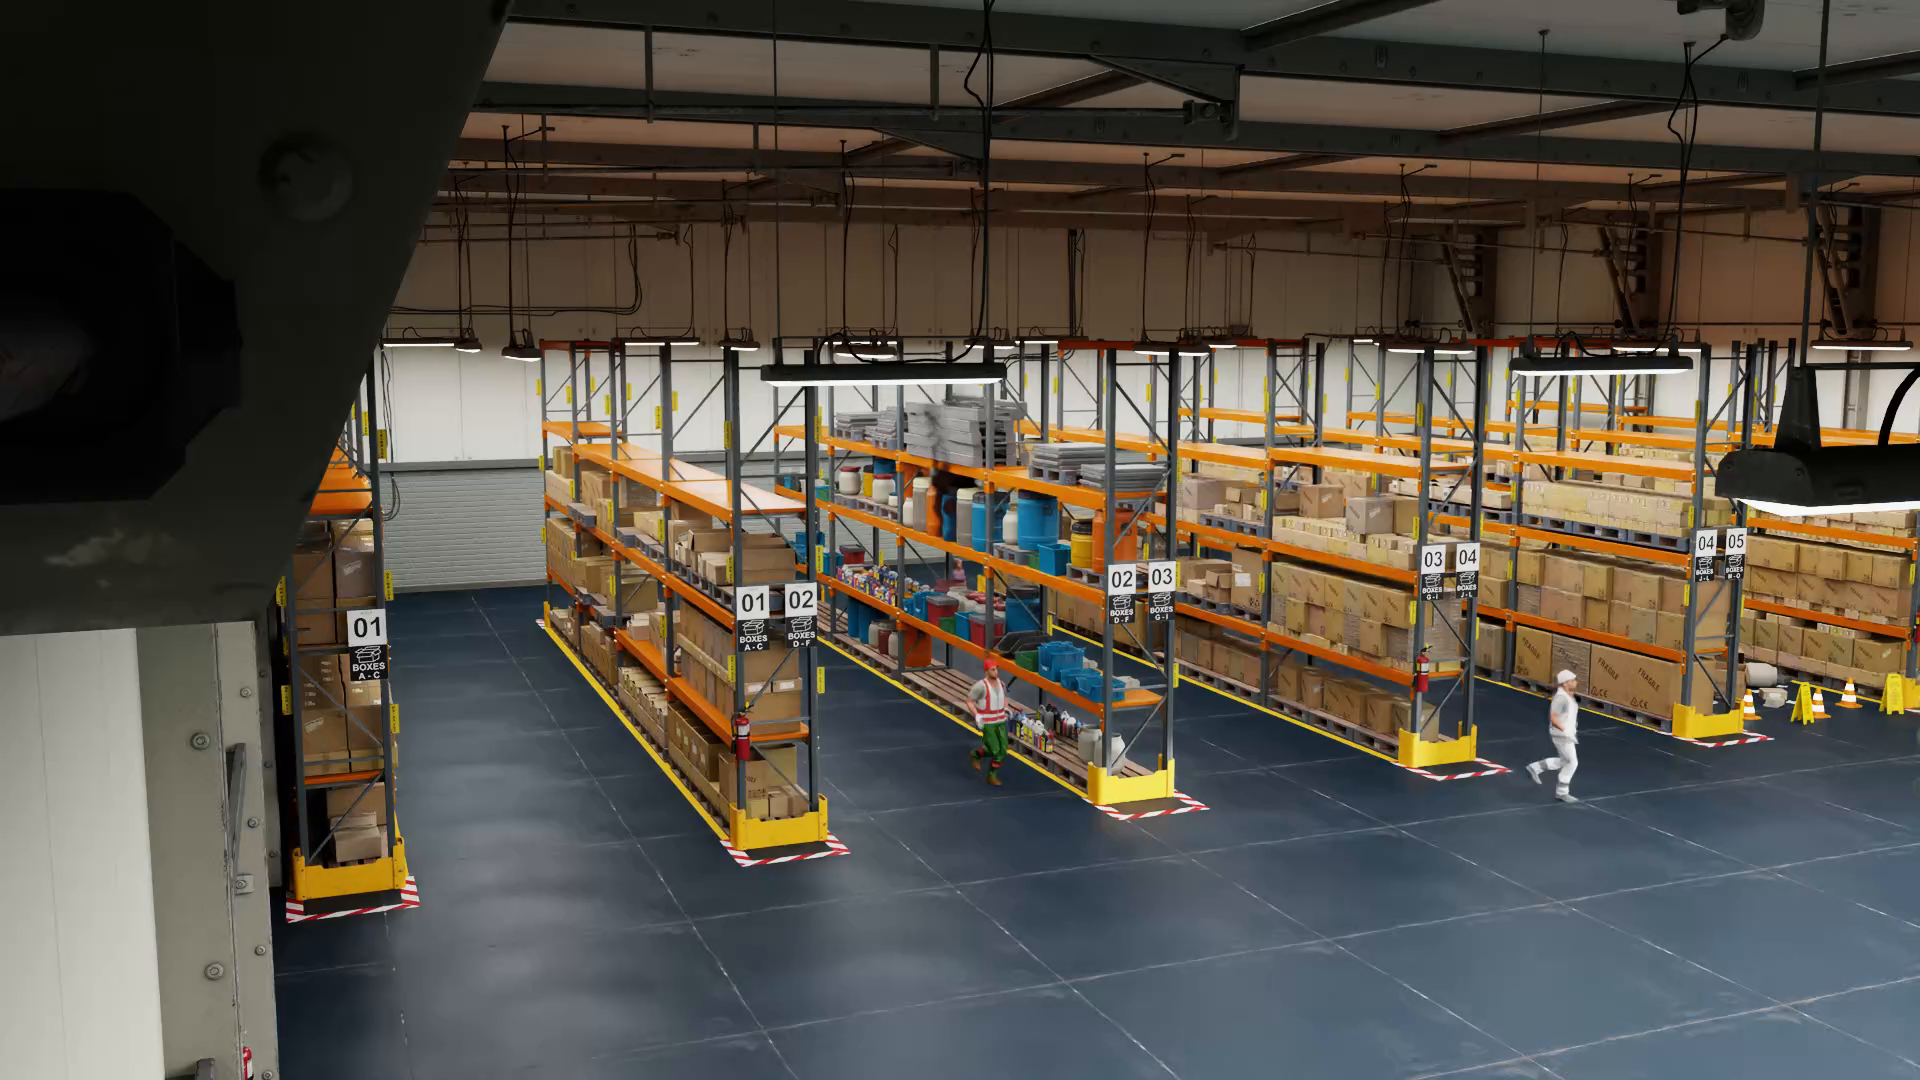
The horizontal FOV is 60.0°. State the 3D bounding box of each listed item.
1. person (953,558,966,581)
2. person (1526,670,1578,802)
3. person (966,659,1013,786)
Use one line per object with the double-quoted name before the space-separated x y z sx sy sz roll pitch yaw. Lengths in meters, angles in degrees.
"person" -0.054 1.151 33.861 0.508 1.599 0.651 -5 9 -31
"person" 7.933 2.591 22.199 0.688 1.776 0.662 4 8 27
"person" 0.419 2.501 22.940 0.657 1.743 0.605 -5 9 -36
